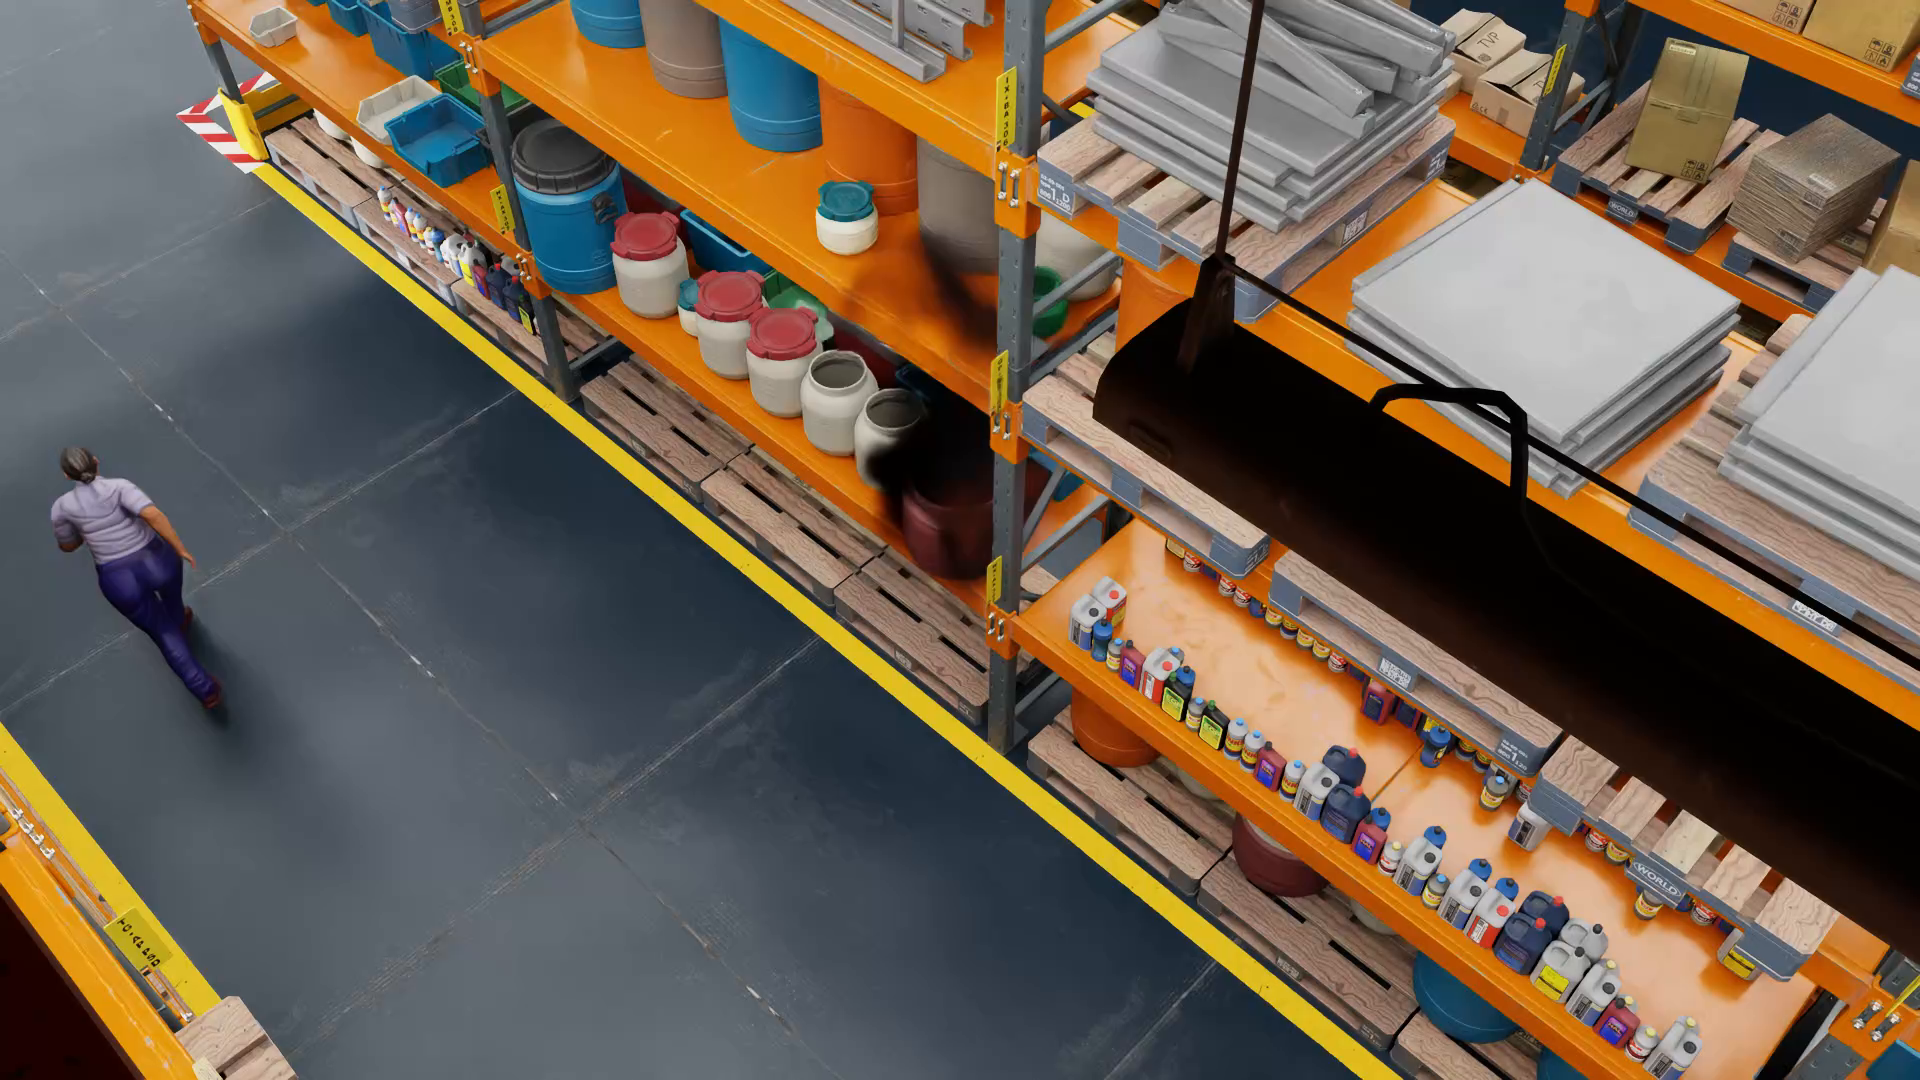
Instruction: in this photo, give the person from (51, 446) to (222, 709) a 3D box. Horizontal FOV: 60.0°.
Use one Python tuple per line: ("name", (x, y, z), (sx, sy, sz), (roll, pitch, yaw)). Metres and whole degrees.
("person", (-4.548, 0.212, 9.227), (0.609, 1.480, 1.047), (-24, 54, -19))
